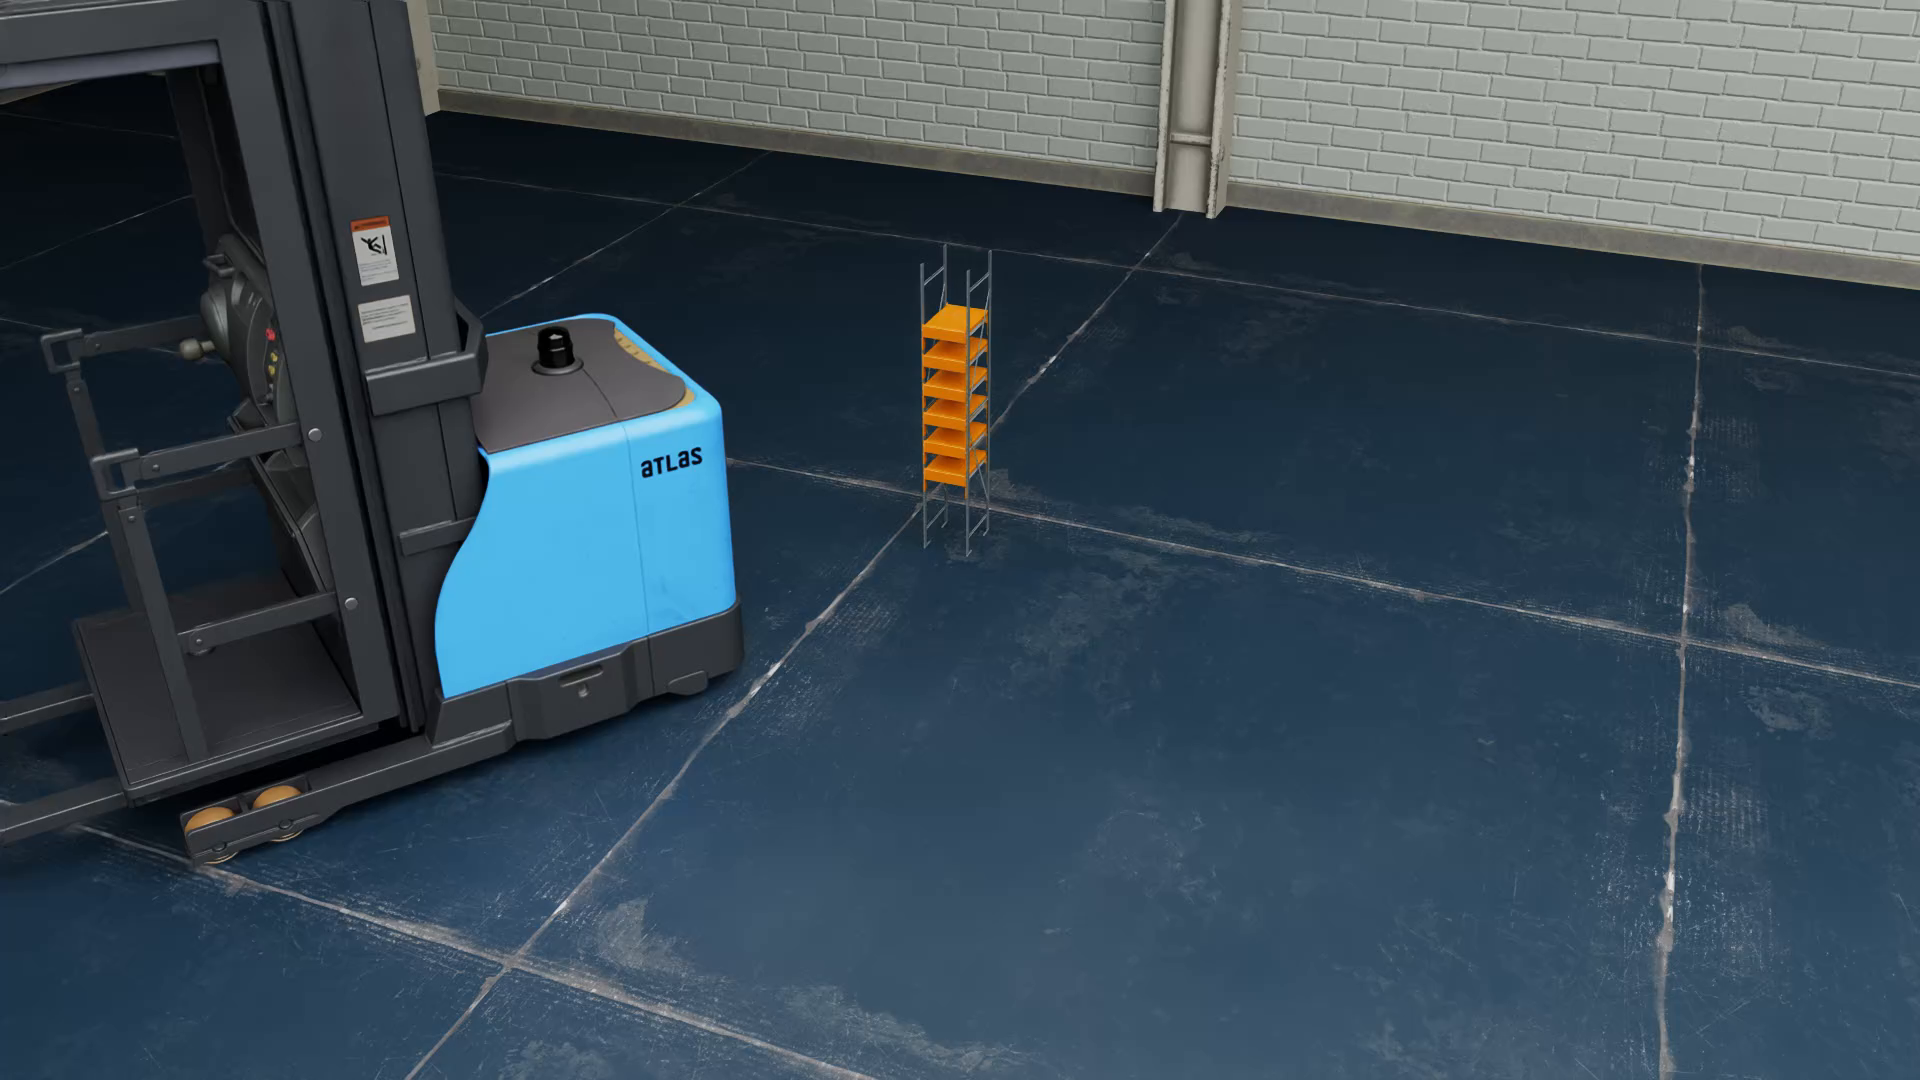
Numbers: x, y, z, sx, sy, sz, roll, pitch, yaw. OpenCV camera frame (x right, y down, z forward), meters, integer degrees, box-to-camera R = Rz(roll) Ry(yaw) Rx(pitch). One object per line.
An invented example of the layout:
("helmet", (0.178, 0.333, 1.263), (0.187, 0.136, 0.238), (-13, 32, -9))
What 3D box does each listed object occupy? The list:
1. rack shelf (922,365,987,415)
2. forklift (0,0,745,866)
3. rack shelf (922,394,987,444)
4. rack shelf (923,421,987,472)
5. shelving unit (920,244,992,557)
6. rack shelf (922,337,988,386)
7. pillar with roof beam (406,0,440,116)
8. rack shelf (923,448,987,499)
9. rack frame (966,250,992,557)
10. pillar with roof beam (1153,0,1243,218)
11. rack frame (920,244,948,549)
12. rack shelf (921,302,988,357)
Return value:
("rack shelf", (-0.013, -0.591, 6.422), (0.180, 0.103, 0.258), (11, 31, 19))
("forklift", (-2.278, -0.597, 4.827), (3.031, 2.935, 1.130), (-17, 34, -28))
("rack shelf", (-0.013, -0.486, 6.481), (0.180, 0.103, 0.258), (11, 31, 19))
("rack shelf", (-0.013, -0.382, 6.540), (0.180, 0.103, 0.258), (11, 31, 19))
("shelving unit", (-0.013, -0.525, 6.459), (0.189, 1.200, 0.258), (11, 31, 19))
("rack shelf", (-0.013, -0.695, 6.363), (0.180, 0.103, 0.258), (11, 31, 19))
("pillar with roof beam", (-5.735, -5.154, 6.724), (0.400, 9.000, 9.100), (11, 31, 19))
("rack shelf", (-0.013, -0.277, 6.599), (0.180, 0.103, 0.258), (11, 31, 19))
("rack frame", (0.071, -0.508, 6.430), (0.006, 1.200, 0.240), (11, 31, 19))
("pillar with roof beam", (-0.175, -4.044, 4.760), (0.400, 9.000, 9.100), (11, 31, 19))
("rack frame", (-0.098, -0.542, 6.489), (0.006, 1.200, 0.240), (11, 31, 19))
("rack shelf", (-0.013, -0.800, 6.304), (0.180, 0.103, 0.258), (11, 31, 19))
